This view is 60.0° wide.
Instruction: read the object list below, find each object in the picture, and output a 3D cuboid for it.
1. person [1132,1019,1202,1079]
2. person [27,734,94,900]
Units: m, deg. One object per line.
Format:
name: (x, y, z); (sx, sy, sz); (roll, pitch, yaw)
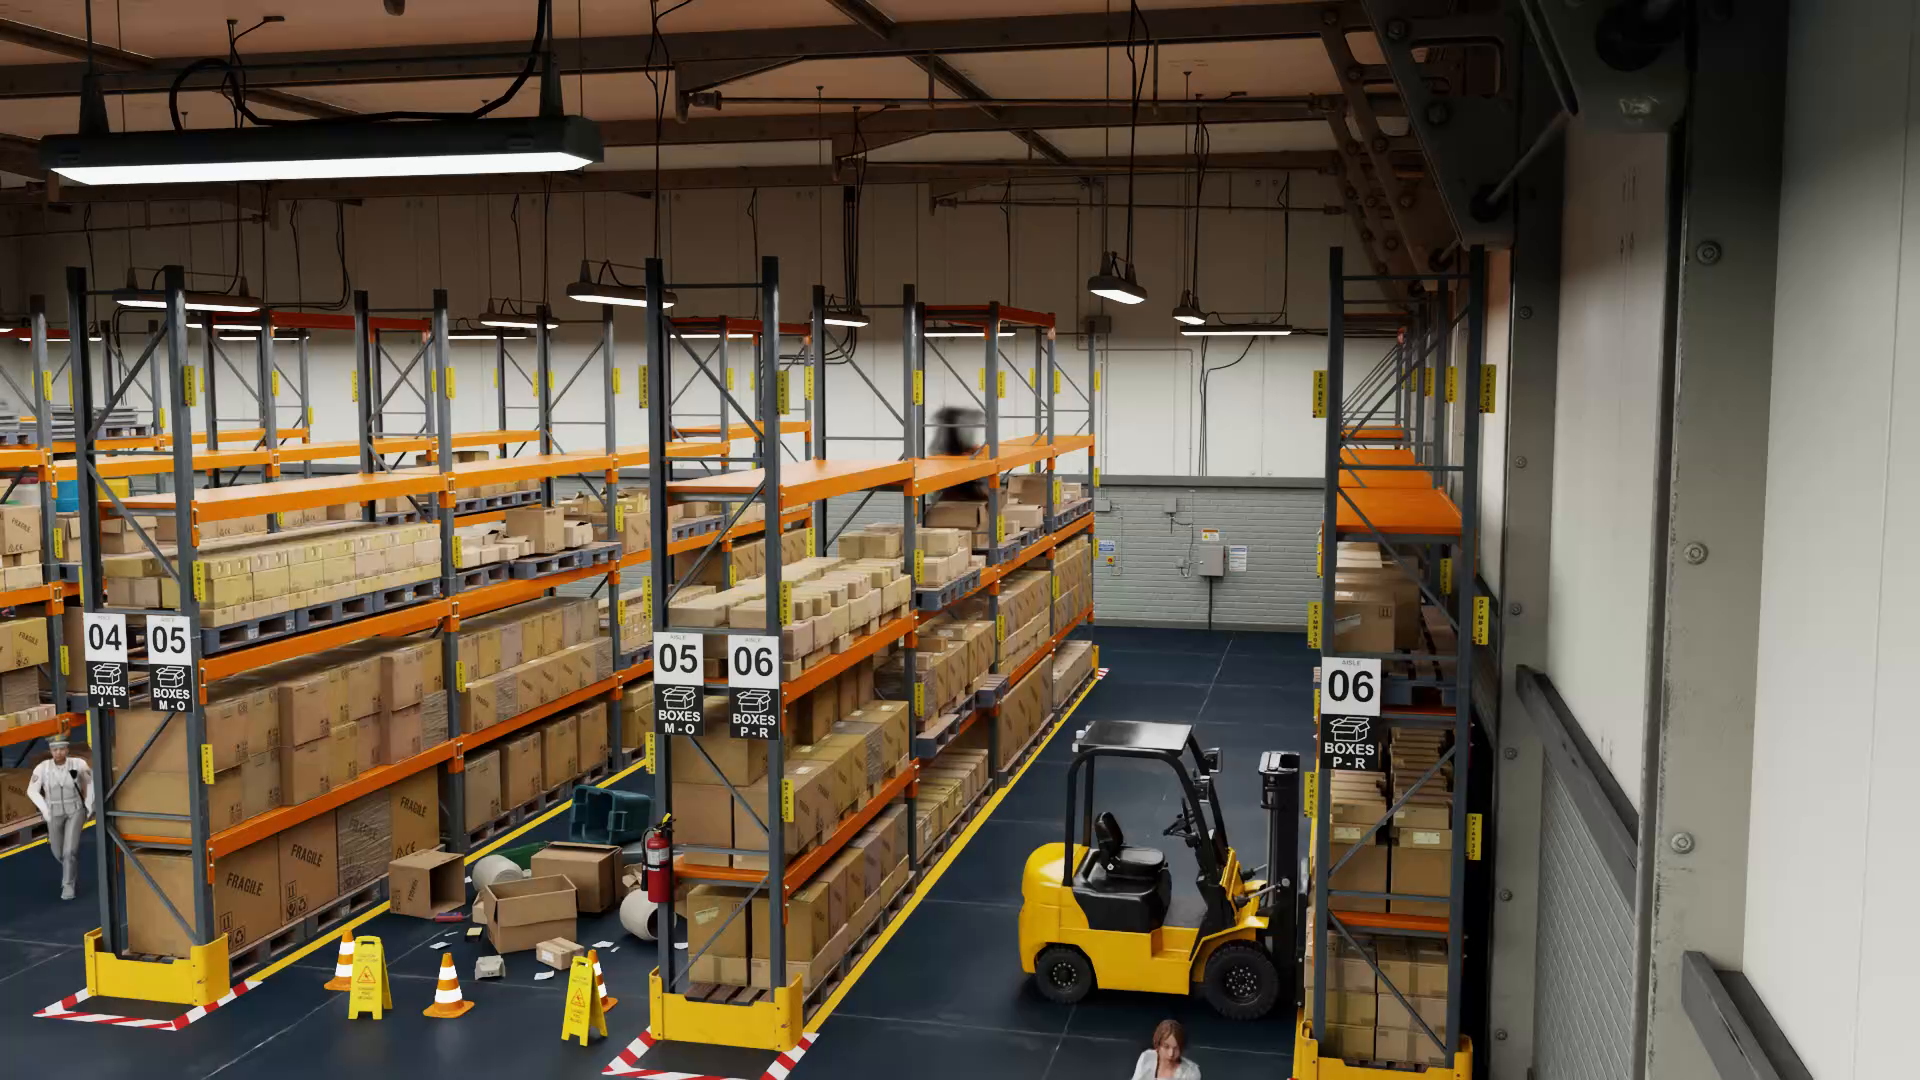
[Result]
person: (1.172, 3.449, 9.574); (0.581, 1.509, 0.623); (2, 6, 18)
person: (-8.892, 2.690, 16.529); (0.616, 1.644, 0.703); (-2, 6, -21)
